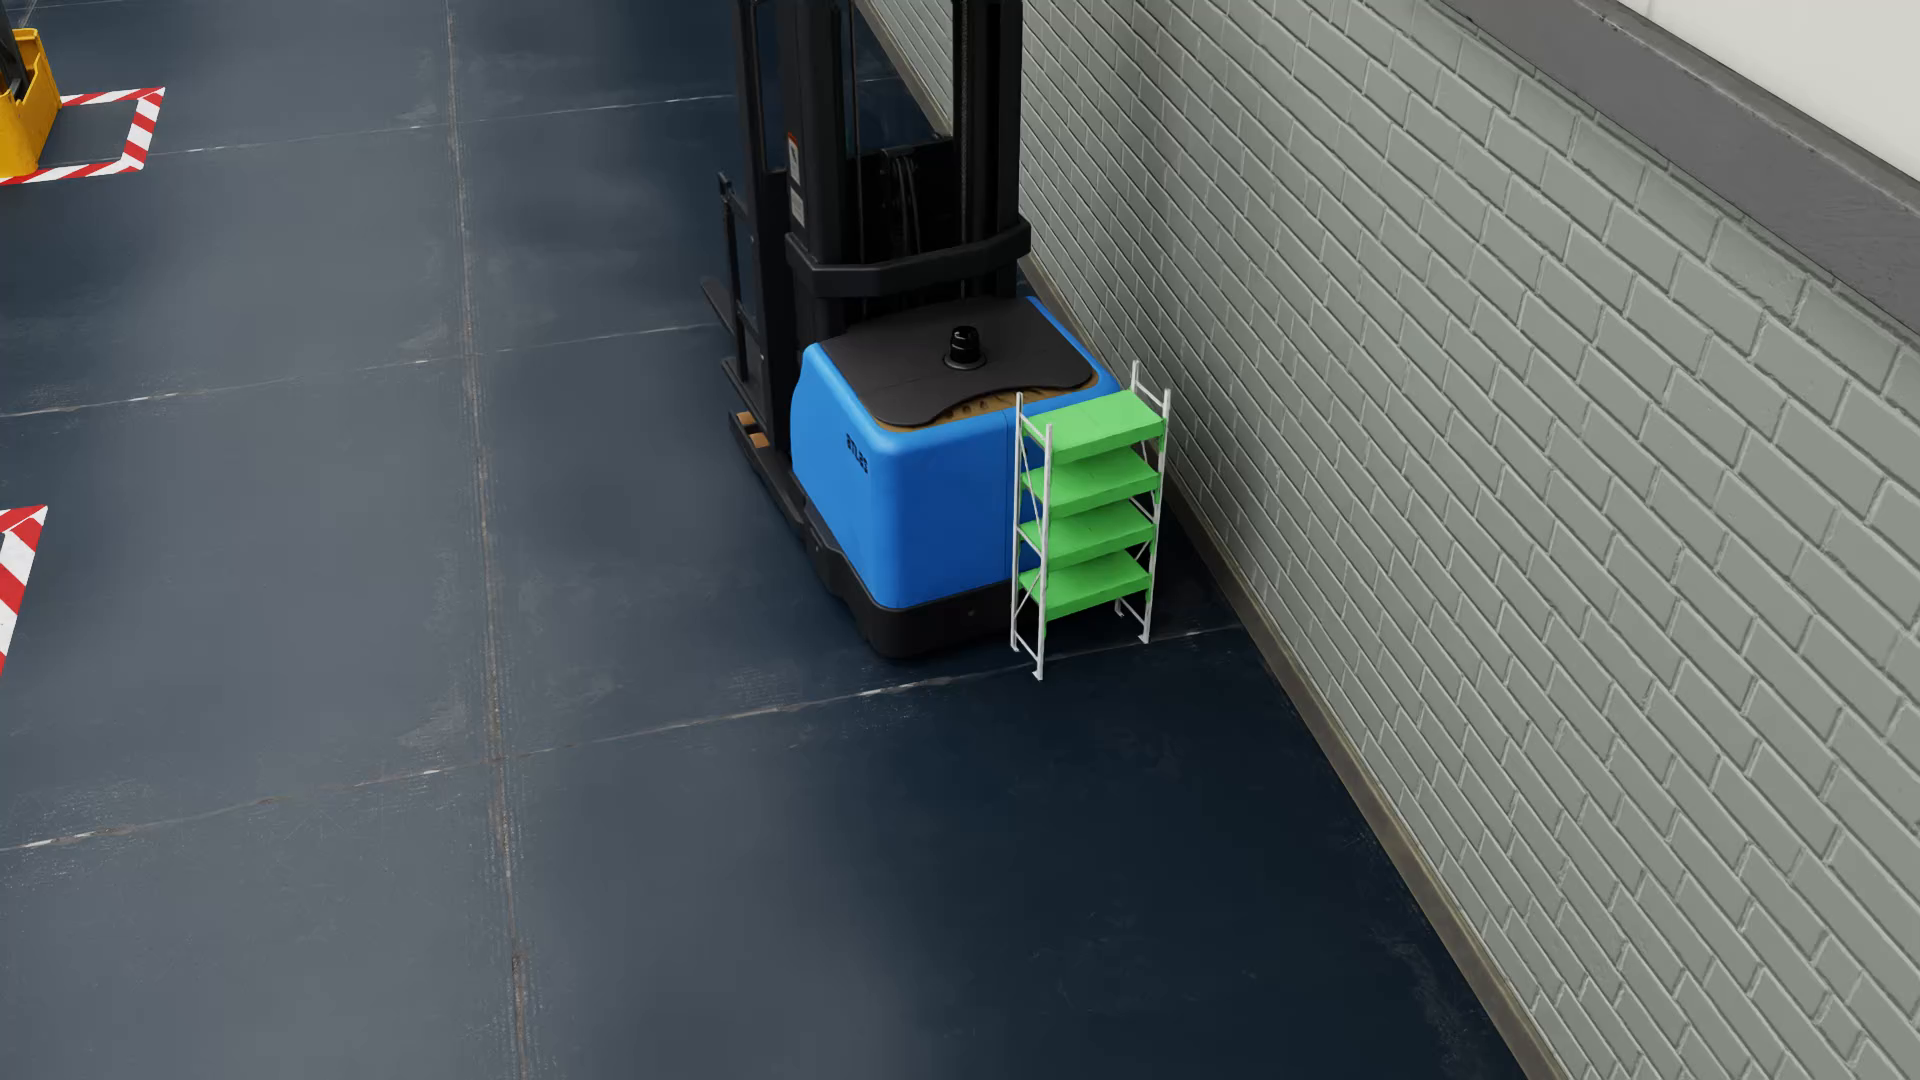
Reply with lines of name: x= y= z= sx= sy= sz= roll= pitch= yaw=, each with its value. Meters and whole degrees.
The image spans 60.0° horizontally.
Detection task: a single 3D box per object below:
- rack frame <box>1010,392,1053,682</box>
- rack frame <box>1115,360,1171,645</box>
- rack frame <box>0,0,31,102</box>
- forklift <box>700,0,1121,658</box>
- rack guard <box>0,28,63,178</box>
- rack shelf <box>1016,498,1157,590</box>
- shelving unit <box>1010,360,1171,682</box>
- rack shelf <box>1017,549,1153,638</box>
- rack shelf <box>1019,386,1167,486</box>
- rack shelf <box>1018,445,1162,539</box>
rack frame: x=0.264 y=0.012 z=6.247 sx=0.015 sy=1.200 sz=0.240 roll=-17 pitch=41 yaw=-21
rack frame: x=0.699 y=-0.122 z=6.422 sx=0.015 sy=1.200 sz=0.240 roll=-17 pitch=41 yaw=-21
rack frame: x=-6.000 y=-3.738 z=9.667 sx=0.127 sy=3.000 sz=1.000 roll=-9 pitch=38 yaw=-12
forklift: x=-0.433 y=-1.593 z=6.920 sx=1.130 sy=2.935 sz=3.031 roll=-15 pitch=40 yaw=-19
rack guard: x=-5.977 y=-2.749 z=10.432 sx=0.348 sy=0.500 sz=1.175 roll=-9 pitch=38 yaw=-12
rack shelf: x=0.481 y=-0.004 z=6.373 sx=0.480 sy=0.148 sz=0.258 roll=-17 pitch=41 yaw=-21
shelving unit: x=0.481 y=-0.055 z=6.334 sx=0.503 sy=1.200 sz=0.258 roll=-17 pitch=41 yaw=-21
rack shelf: x=0.481 y=0.186 z=6.519 sx=0.480 sy=0.148 sz=0.258 roll=-17 pitch=41 yaw=-21
rack shelf: x=0.481 y=-0.386 z=6.082 sx=0.480 sy=0.148 sz=0.258 roll=-17 pitch=41 yaw=-21
rack shelf: x=0.481 y=-0.195 z=6.227 sx=0.480 sy=0.148 sz=0.258 roll=-17 pitch=41 yaw=-21
